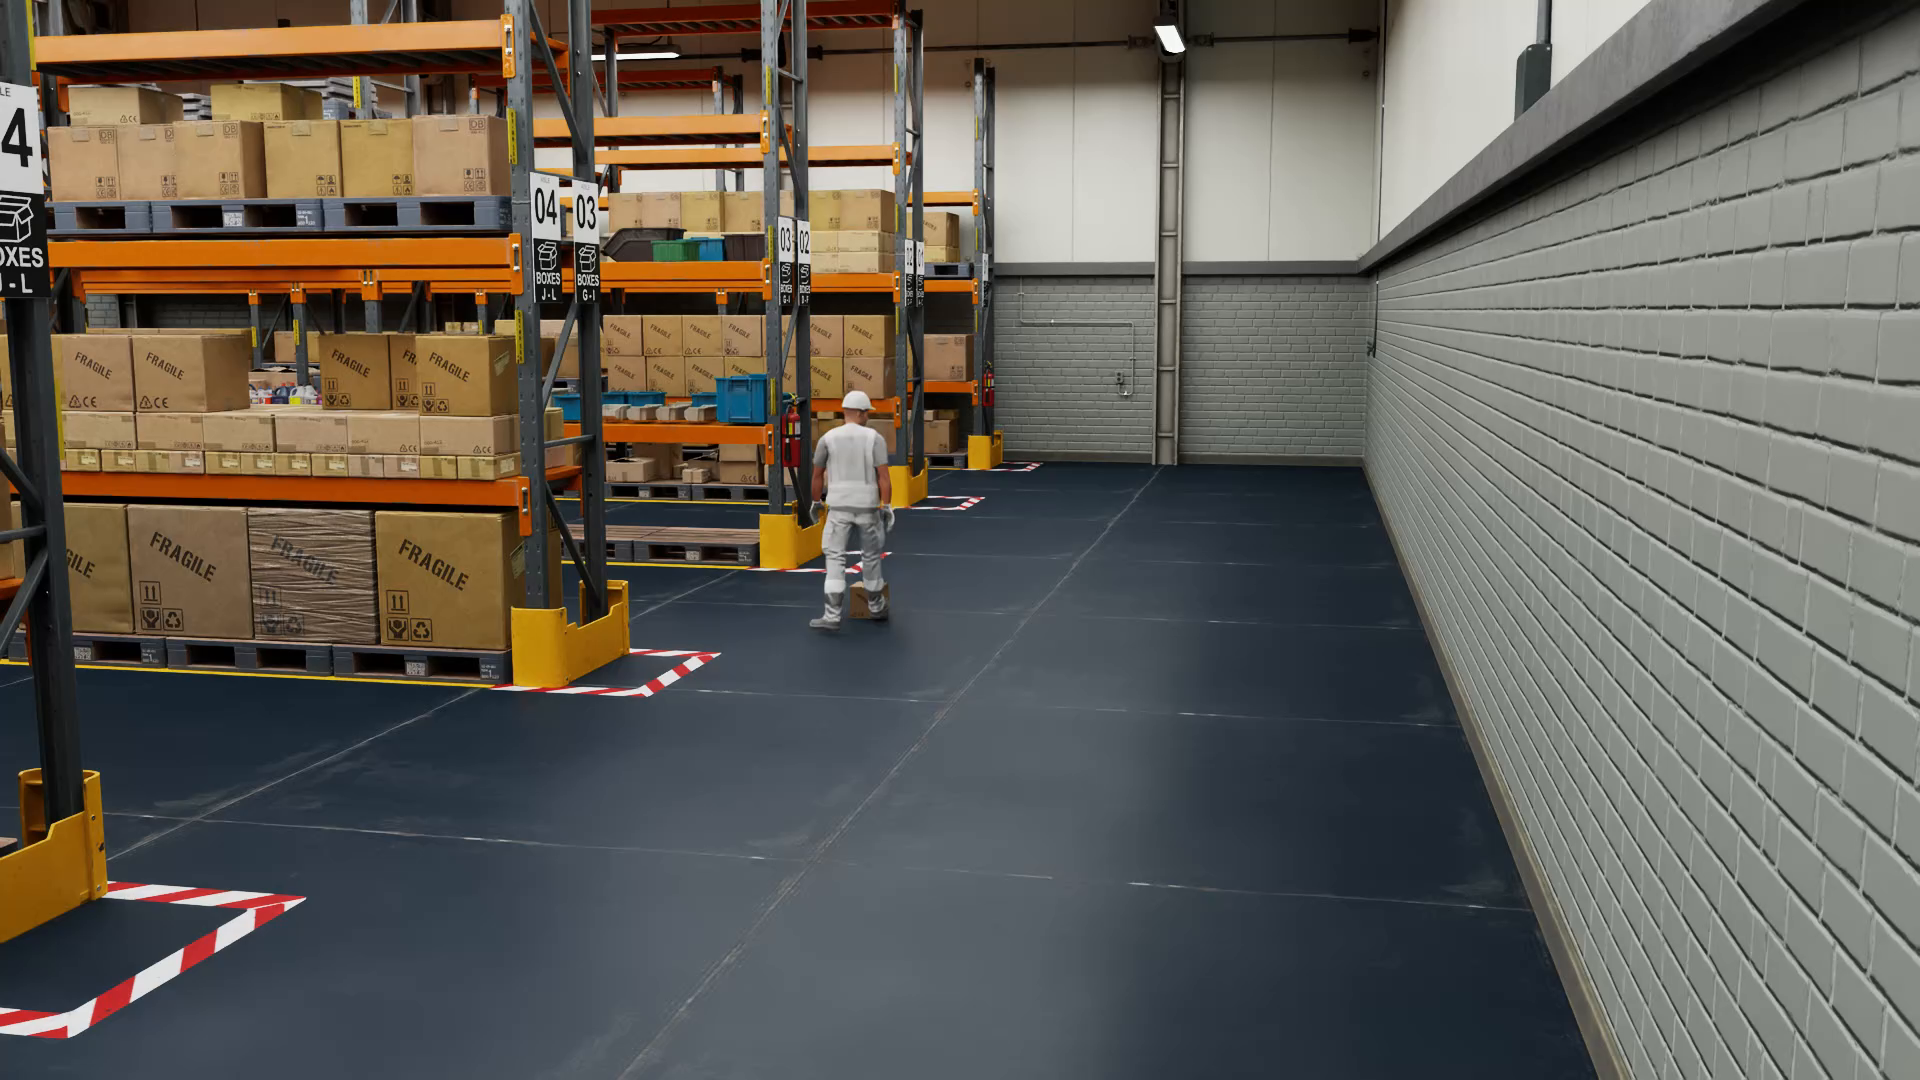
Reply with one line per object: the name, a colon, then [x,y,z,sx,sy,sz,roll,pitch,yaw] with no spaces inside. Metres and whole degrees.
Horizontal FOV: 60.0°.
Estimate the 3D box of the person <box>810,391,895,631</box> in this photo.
person: [-0.817,-0.235,12.443,0.636,1.752,0.891,-1,8,-6]
